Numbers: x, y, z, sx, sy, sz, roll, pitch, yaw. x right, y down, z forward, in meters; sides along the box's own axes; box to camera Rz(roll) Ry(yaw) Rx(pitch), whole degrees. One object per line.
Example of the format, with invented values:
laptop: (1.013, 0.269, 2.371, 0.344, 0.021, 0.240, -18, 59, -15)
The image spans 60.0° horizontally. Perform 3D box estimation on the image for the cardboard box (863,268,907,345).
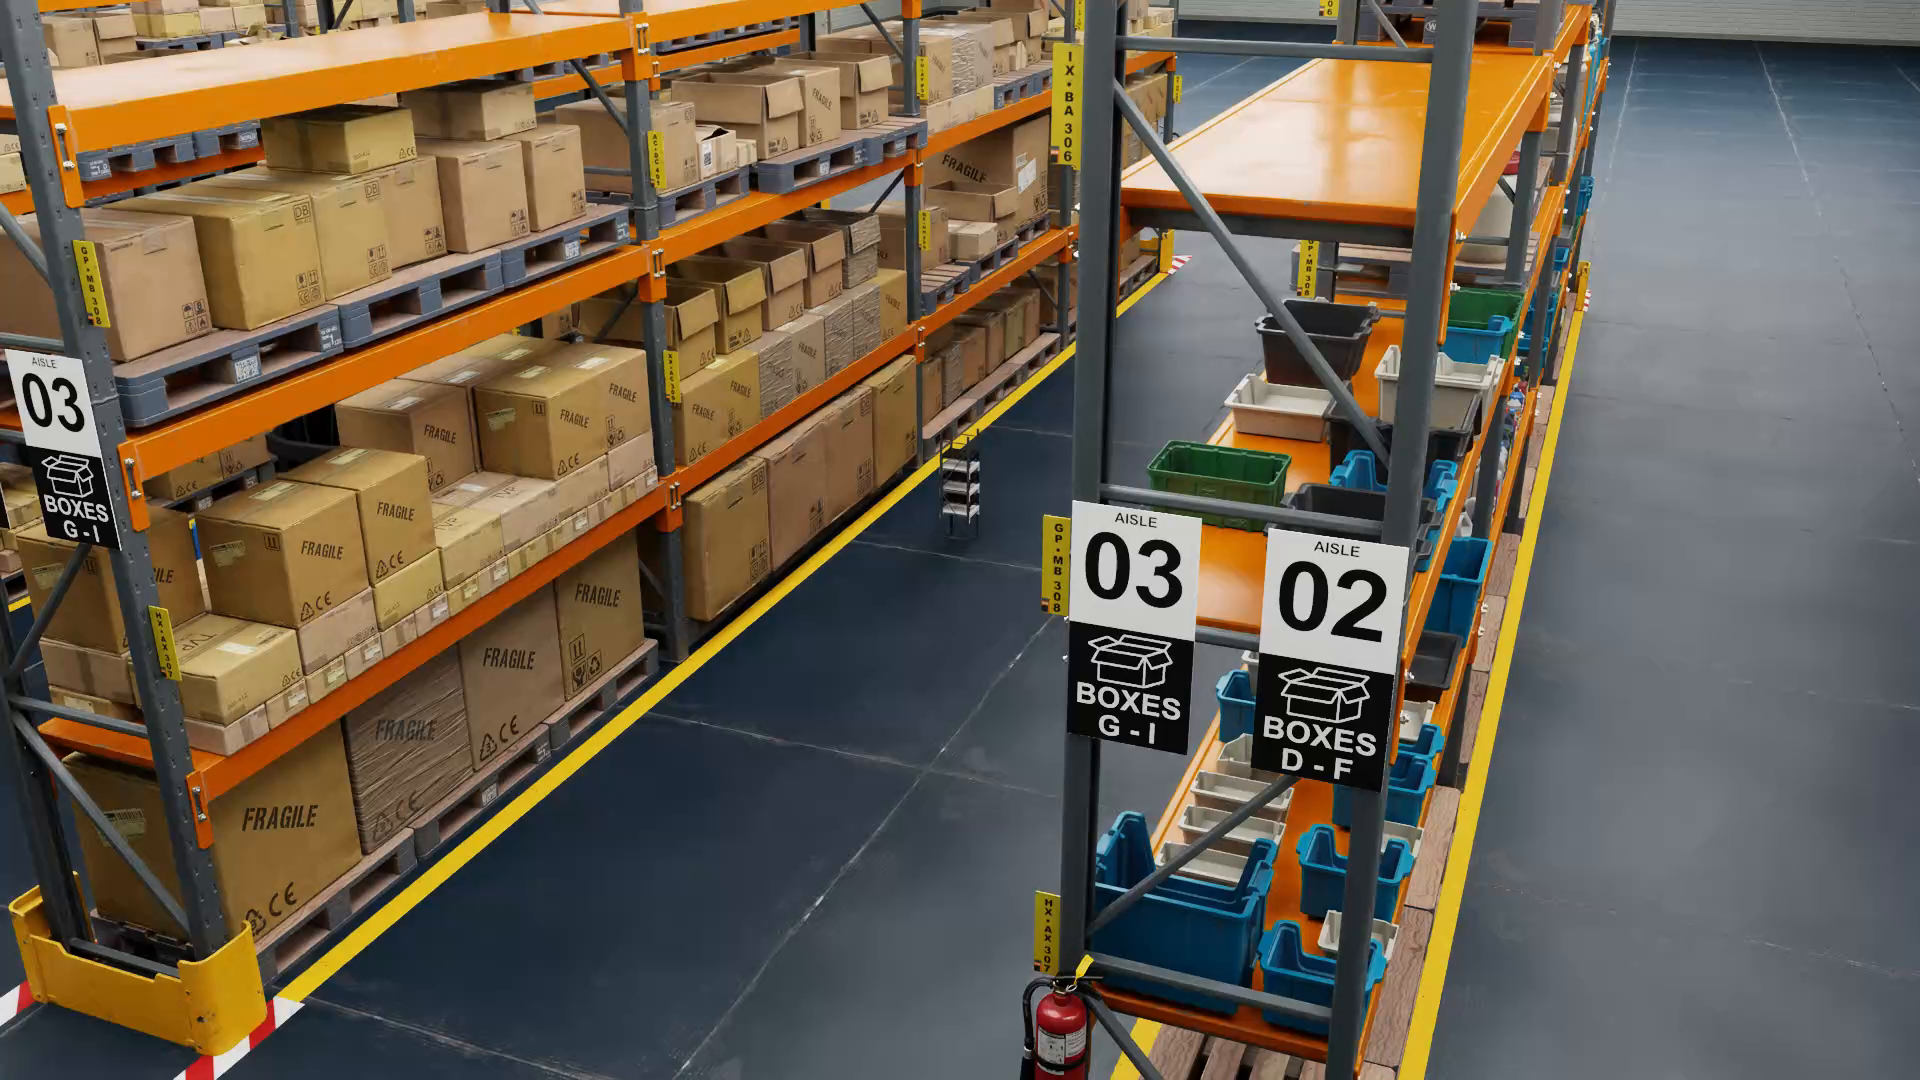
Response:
cardboard box: (-0.762, -1.916, 13.539, 0.500, 0.500, 0.500, 10, 25, 22)

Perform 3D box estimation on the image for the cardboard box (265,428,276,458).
cardboard box: (-5.964, -1.043, 14.276, 0.500, 0.500, 0.500, 9, 24, 21)

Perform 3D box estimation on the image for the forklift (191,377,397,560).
forklift: (-3.934, -0.969, 11.491, 1.130, 2.935, 3.031, 7, 24, 17)

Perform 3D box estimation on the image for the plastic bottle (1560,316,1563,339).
plastic bottle: (6.189, -2.234, 17.296, 0.144, 0.351, 0.185, 9, 24, 20)

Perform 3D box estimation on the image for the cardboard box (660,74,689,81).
cardboard box: (-3.297, -5.341, 20.273, 0.875, 0.550, 0.550, 9, 24, 20)

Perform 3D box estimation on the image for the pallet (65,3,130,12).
pallet: (-12.386, -7.729, 23.807, 1.003, 0.211, 1.213, 9, 24, 20)

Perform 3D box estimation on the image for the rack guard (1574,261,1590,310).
rack guard: (6.777, -3.049, 19.622, 1.175, 0.500, 0.348, 9, 24, 20)

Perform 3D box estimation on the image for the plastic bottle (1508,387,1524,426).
plastic bottle: (3.818, -0.917, 11.443, 0.097, 0.271, 0.097, 0, 23, 0)

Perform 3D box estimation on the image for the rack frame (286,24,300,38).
rack frame: (-8.523, -4.932, 20.889, 1.000, 3.000, 0.127, 9, 24, 20)

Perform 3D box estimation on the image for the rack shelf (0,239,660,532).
rack shelf: (-3.037, -0.987, 8.486, 1.077, 0.370, 4.000, 9, 24, 20)

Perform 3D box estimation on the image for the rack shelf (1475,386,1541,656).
rack shelf: (3.047, -0.325, 10.793, 1.077, 0.370, 4.000, 9, 24, 20)

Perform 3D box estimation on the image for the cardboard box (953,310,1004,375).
cardboard box: (0.027, -1.978, 16.489, 0.700, 0.500, 0.500, 7, 24, 15)

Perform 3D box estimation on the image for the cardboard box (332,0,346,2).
cardboard box: (-7.927, -6.825, 20.819, 0.380, 0.149, 0.250, 8, 24, 18)

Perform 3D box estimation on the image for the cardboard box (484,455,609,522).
cardboard box: (-2.404, -0.338, 9.698, 0.500, 0.250, 0.500, 10, 24, 22)

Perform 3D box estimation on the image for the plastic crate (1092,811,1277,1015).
plastic crate: (0.770, 1.299, 5.847, 0.616, 0.435, 0.499, 9, 24, 20)

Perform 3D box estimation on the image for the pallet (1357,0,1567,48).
pallet: (2.583, -2.739, 8.618, 1.003, 0.211, 1.213, 9, 24, 20)

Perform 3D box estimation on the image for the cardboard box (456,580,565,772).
cardboard box: (-2.948, 0.683, 9.658, 0.875, 0.875, 0.875, 9, 24, 20)

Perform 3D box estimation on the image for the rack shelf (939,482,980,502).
rack shelf: (-0.003, -0.382, 12.805, 0.258, 0.077, 0.200, 9, 24, 20)

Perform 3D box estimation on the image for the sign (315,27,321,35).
sign: (-5.888, -4.570, 15.356, 0.100, 0.325, 0.005, 9, 24, 20)

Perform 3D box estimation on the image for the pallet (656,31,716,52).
pallet: (-3.576, -5.894, 19.415, 1.003, 0.211, 1.213, 9, 24, 20)

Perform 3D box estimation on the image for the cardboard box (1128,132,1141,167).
cardboard box: (1.633, -4.567, 19.498, 0.875, 0.500, 0.500, 9, 24, 20)

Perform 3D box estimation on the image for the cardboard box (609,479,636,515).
cardboard box: (-2.199, -0.286, 10.092, 0.380, 0.149, 0.250, 9, 24, 21)

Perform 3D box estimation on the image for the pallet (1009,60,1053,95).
pallet: (0.349, -4.605, 16.458, 1.213, 0.211, 1.003, 9, 24, 20)

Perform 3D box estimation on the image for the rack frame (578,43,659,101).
rack frame: (-3.890, -4.260, 19.279, 1.000, 3.000, 0.127, 9, 24, 20)

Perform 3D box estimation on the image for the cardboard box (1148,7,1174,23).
cardboard box: (2.350, -6.300, 19.948, 0.380, 0.149, 0.250, 9, 24, 20)

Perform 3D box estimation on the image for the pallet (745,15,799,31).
pallet: (-2.670, -6.767, 21.506, 1.003, 0.211, 1.213, 9, 24, 20)

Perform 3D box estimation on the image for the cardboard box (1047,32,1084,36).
cardboard box: (1.120, -5.190, 17.291, 0.380, 0.149, 0.250, 8, 24, 17)

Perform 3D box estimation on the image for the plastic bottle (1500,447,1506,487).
plastic bottle: (3.329, -0.445, 10.314, 0.097, 0.271, 0.097, 0, 23, 0)

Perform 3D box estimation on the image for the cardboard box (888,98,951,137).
cardboard box: (-0.397, -3.529, 13.832, 0.500, 0.250, 0.500, 9, 24, 21)

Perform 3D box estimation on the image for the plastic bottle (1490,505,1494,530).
plastic bottle: (3.071, -0.164, 9.732, 0.097, 0.201, 0.097, 0, 23, 0)

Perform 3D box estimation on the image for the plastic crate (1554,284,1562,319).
plastic crate: (4.891, -2.043, 14.247, 0.450, 0.188, 0.662, 9, 24, 20)

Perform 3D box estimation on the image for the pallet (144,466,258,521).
pallet: (-6.574, -0.389, 13.630, 1.003, 0.211, 1.213, 9, 24, 20)

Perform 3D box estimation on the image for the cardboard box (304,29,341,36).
cardboard box: (-5.462, -4.244, 14.227, 0.396, 0.266, 0.258, 9, 24, 20)

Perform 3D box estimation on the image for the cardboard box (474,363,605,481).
cardboard box: (-2.407, -0.683, 9.552, 0.500, 0.500, 0.500, 9, 24, 21)

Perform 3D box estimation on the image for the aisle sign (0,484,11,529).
aisle sign: (-4.085, -0.436, 6.752, 0.394, 0.787, 0.004, 9, 24, 20)

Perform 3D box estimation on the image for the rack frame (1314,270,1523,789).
rack frame: (2.304, 0.058, 8.941, 1.000, 3.000, 0.127, 9, 24, 20)

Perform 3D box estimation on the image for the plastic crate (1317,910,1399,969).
plastic crate: (1.412, 1.440, 5.898, 0.250, 0.136, 0.298, 9, 24, 20)

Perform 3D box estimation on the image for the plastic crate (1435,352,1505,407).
plastic crate: (2.185, -0.694, 7.194, 0.293, 0.136, 0.466, 9, 24, 20)

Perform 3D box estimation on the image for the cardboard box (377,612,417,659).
cardboard box: (-2.962, 0.449, 8.332, 0.380, 0.149, 0.250, 8, 24, 19)

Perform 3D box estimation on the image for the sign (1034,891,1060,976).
sign: (0.302, 1.342, 5.657, 0.100, 0.325, 0.005, 9, 24, 20)

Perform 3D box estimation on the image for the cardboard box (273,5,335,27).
cardboard box: (-8.106, -6.503, 20.566, 0.500, 0.250, 0.500, 8, 24, 19)

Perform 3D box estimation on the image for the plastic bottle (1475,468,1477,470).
plastic bottle: (3.138, -0.387, 10.264, 0.097, 0.201, 0.097, 0, 23, 0)

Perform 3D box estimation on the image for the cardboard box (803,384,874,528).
cardboard box: (-1.422, -0.734, 13.049, 1.225, 0.875, 0.875, 9, 24, 20)

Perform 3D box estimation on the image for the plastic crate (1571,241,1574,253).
plastic crate: (5.589, -2.945, 16.212, 0.767, 0.338, 0.504, 9, 24, 20)

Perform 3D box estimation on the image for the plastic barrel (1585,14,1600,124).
plastic barrel: (5.046, -3.973, 14.050, 0.600, 0.901, 0.600, 0, 23, 0)

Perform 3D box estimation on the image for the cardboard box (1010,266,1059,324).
cardboard box: (0.863, -2.691, 18.222, 0.500, 0.500, 0.500, 8, 24, 18)

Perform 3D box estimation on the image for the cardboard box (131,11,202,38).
cardboard box: (-8.989, -5.849, 18.841, 0.500, 0.250, 0.500, 9, 24, 21)

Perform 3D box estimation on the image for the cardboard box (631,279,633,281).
cardboard box: (-4.037, -3.180, 19.069, 1.050, 0.750, 0.750, 9, 24, 20)

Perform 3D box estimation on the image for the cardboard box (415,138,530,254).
cardboard box: (-2.733, -1.840, 8.791, 0.700, 0.500, 0.500, 10, 25, 23)

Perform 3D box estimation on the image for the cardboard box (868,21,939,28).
cardboard box: (-0.485, -4.310, 14.728, 0.500, 0.500, 0.500, 9, 24, 21)

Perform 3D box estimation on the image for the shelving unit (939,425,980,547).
shelving unit: (-0.003, -0.412, 12.792, 0.258, 0.900, 0.210, 9, 24, 20)

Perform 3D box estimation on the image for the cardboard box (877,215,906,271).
cardboard box: (-0.645, -2.521, 14.442, 0.500, 0.500, 0.500, 6, 23, 14)

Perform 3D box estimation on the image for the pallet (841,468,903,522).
pallet: (-1.171, -0.524, 13.953, 1.003, 0.211, 1.213, 9, 24, 20)

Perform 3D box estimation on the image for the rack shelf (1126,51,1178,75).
rack shelf: (1.420, -5.281, 18.766, 1.077, 0.370, 4.000, 9, 24, 20)

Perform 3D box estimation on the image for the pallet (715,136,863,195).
pallet: (-1.411, -2.740, 11.995, 1.003, 0.211, 1.213, 10, 25, 22)

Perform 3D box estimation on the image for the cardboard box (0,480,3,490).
cardboard box: (-7.339, -0.366, 12.339, 0.380, 0.149, 0.250, 10, 25, 23)

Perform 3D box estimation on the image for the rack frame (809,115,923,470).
rack frame: (-0.808, -2.082, 14.065, 1.000, 3.000, 0.127, 9, 24, 20)
